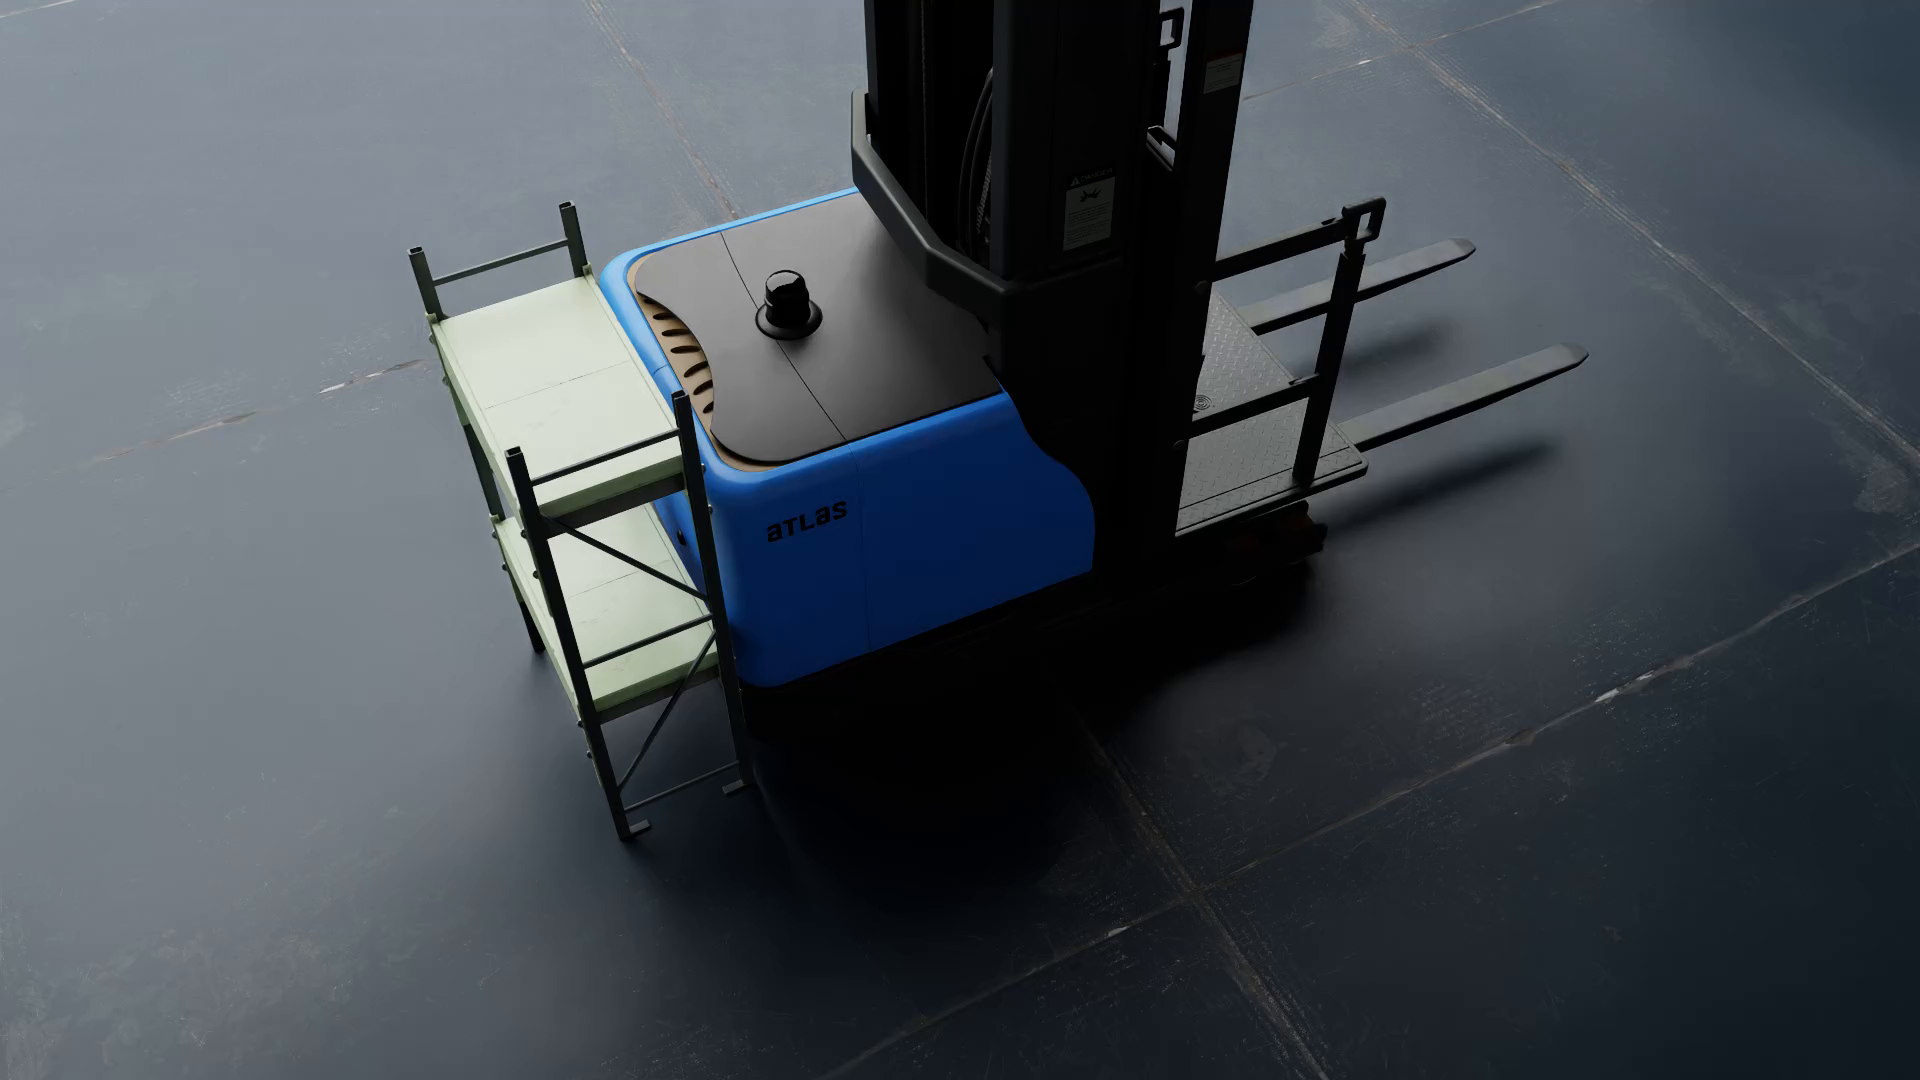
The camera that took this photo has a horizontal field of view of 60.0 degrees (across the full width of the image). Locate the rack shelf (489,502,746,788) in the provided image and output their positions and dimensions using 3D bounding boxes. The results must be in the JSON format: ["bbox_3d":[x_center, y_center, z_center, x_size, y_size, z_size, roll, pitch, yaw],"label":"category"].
[{"bbox_3d":[-0.927,0.218,4.496,0.431,0.370,0.720,-22,52,-18],"label":"rack shelf"}]

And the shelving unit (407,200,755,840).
[{"bbox_3d":[-0.927,0.004,4.250,0.431,1.500,0.755,-22,52,-18],"label":"shelving unit"}]

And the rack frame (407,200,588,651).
[{"bbox_3d":[-1.097,-0.240,4.463,0.400,1.500,0.023,-22,52,-18],"label":"rack frame"}]

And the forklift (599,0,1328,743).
[{"bbox_3d":[0.568,-1.168,4.324,3.031,2.935,1.130,-20,52,-16],"label":"forklift"}]

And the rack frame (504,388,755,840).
[{"bbox_3d":[-0.756,0.248,4.037,0.400,1.500,0.023,-22,52,-18],"label":"rack frame"}]

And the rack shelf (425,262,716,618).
[{"bbox_3d":[-0.927,-0.253,3.957,0.431,0.370,0.720,-22,52,-18],"label":"rack shelf"}]
